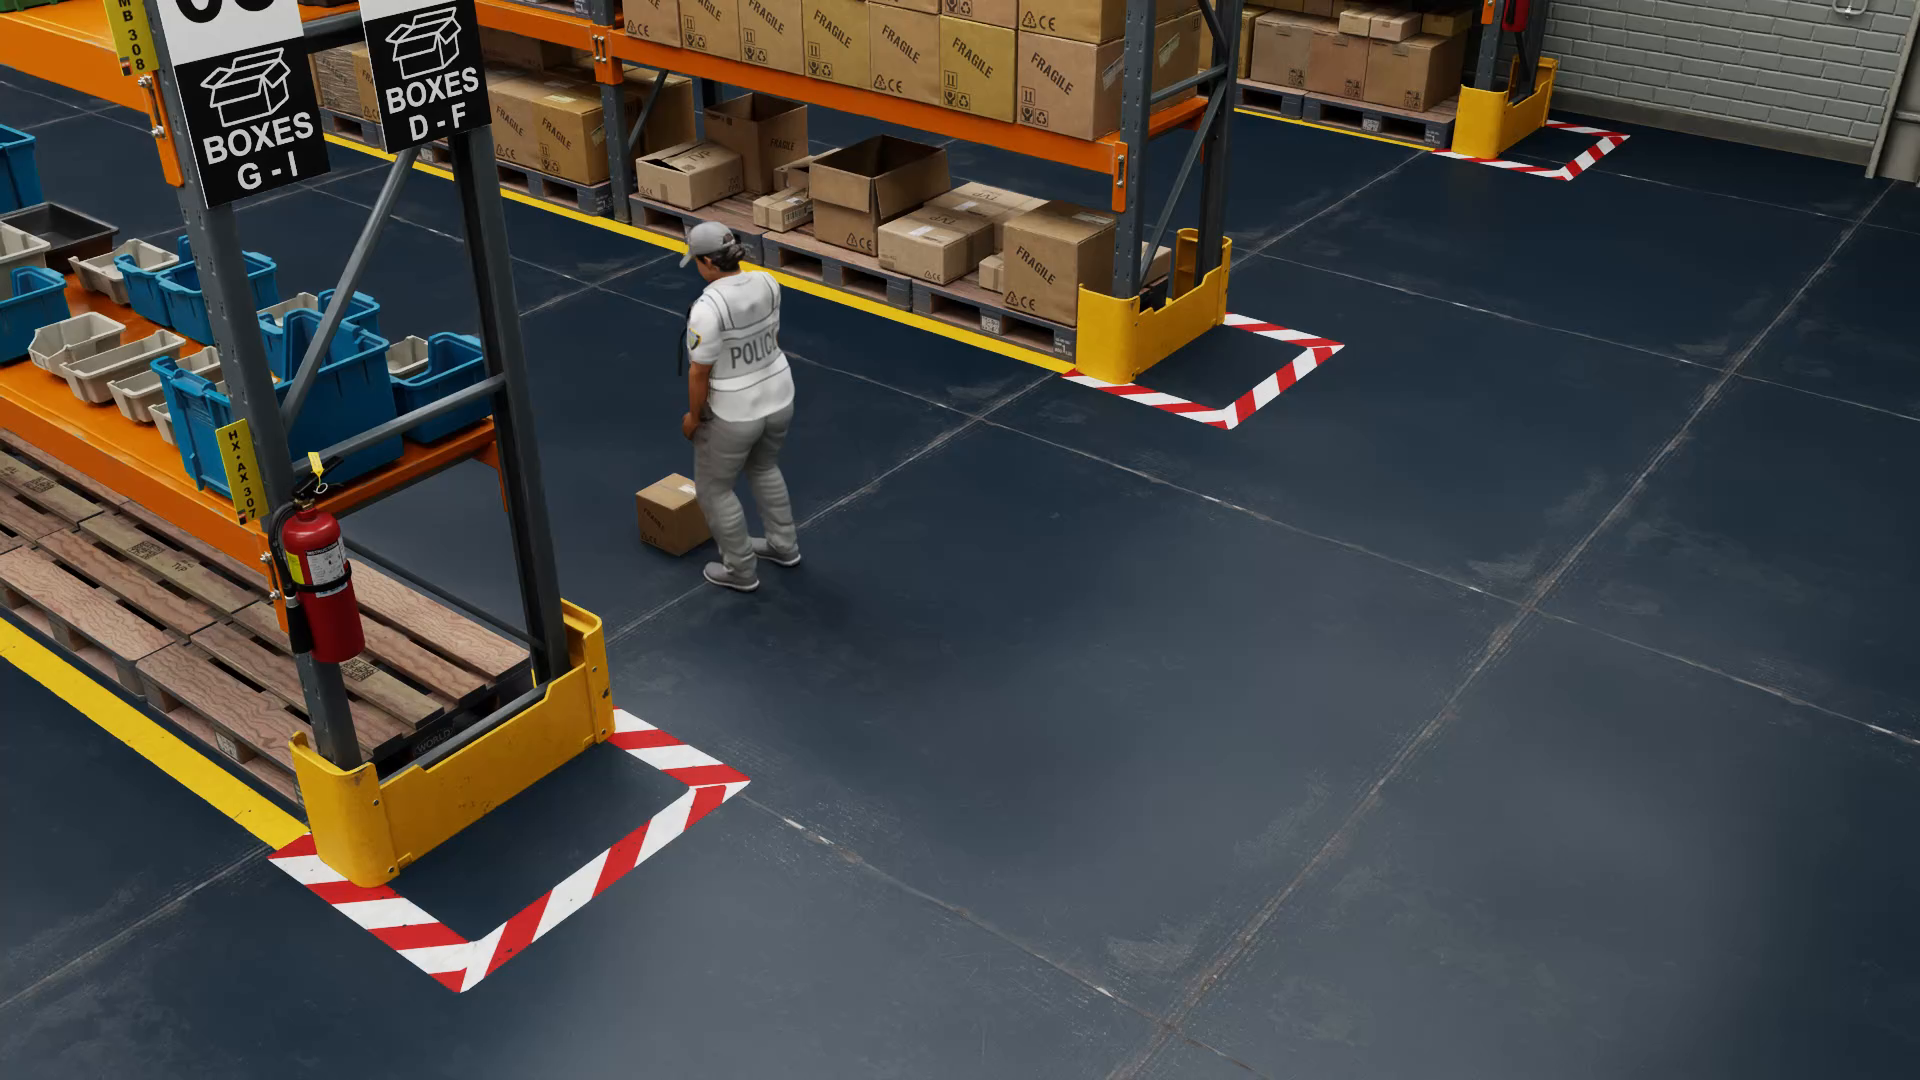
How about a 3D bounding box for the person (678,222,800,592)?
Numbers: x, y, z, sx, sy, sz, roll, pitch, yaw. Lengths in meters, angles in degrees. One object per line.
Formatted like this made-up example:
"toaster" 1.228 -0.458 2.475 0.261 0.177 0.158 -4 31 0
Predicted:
"person" -0.955 -0.553 7.081 0.428 1.643 0.483 22 38 32
